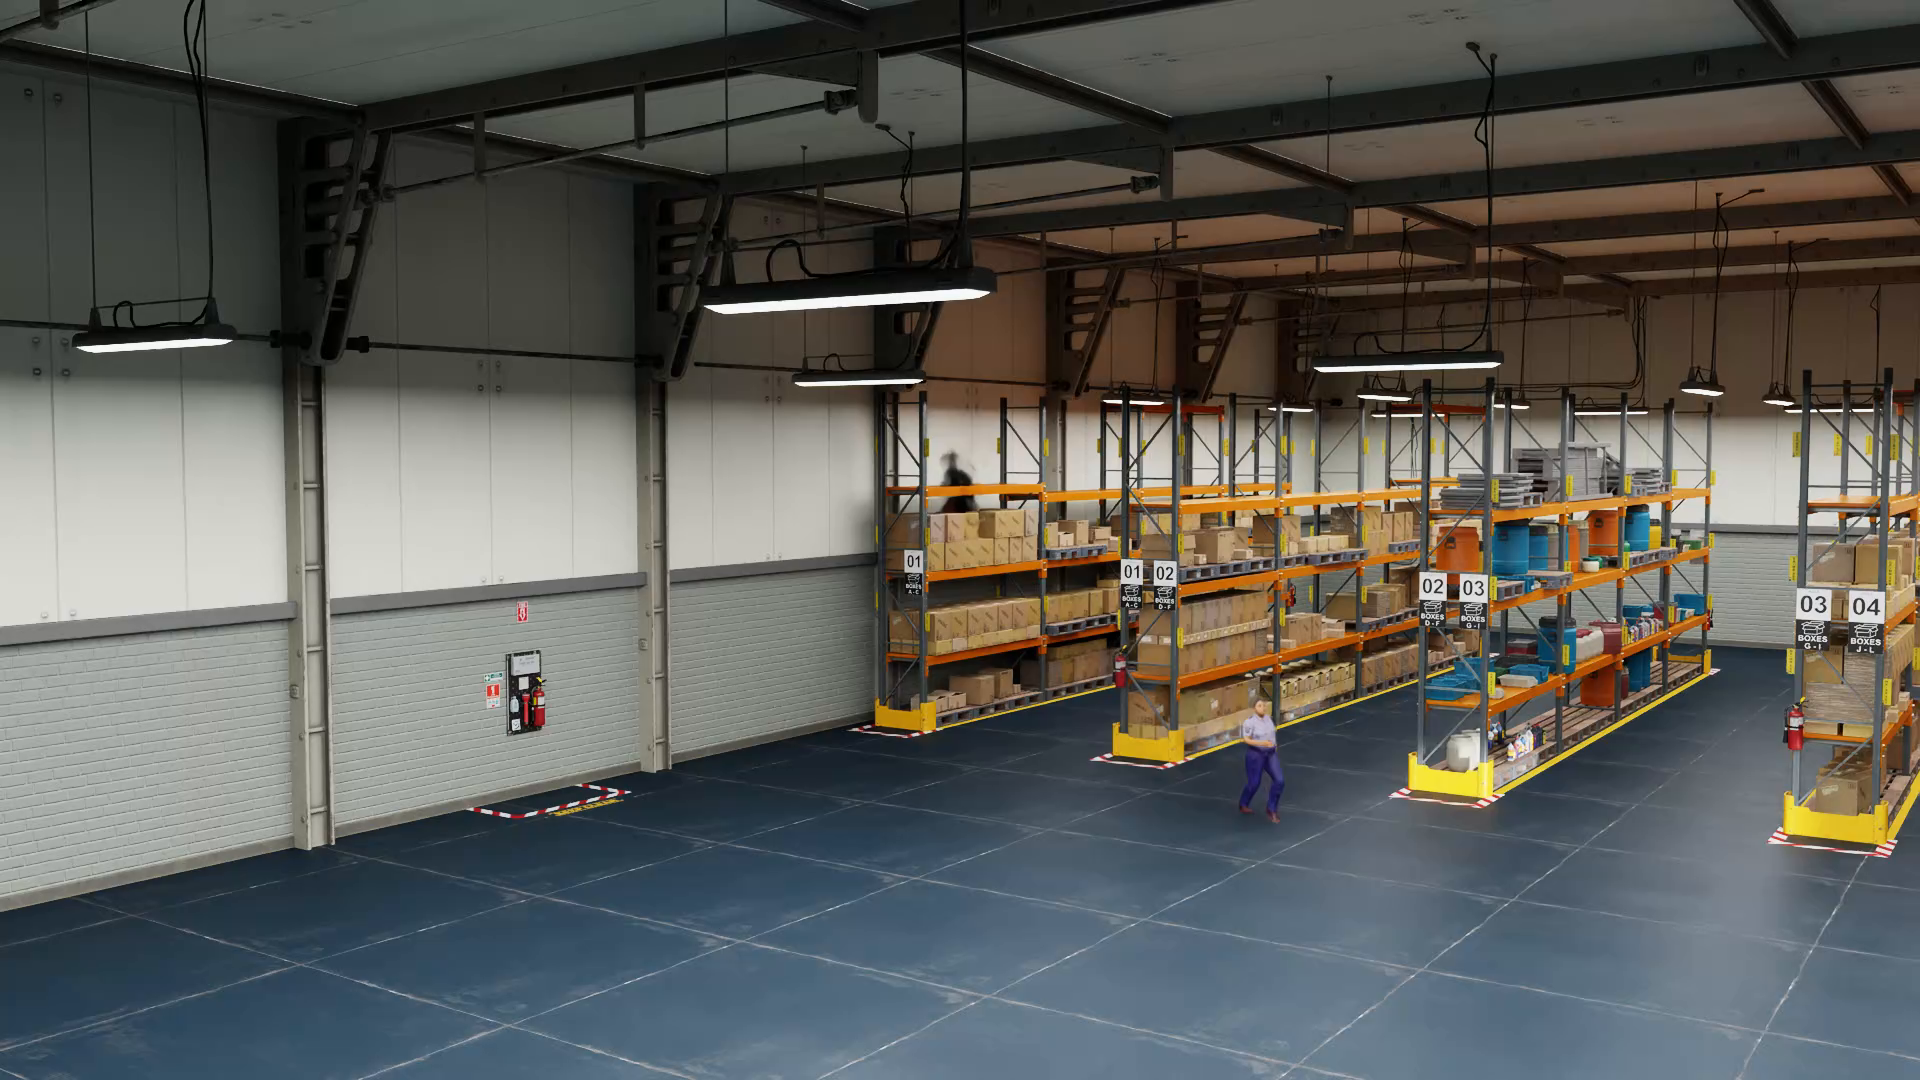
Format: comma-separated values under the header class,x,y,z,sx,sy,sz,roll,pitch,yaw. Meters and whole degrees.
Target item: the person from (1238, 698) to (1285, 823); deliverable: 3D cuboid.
class,x,y,z,sx,sy,sz,roll,pitch,yaw
person,4.058,2.964,22.409,0.608,1.683,0.733,-1,3,-24
